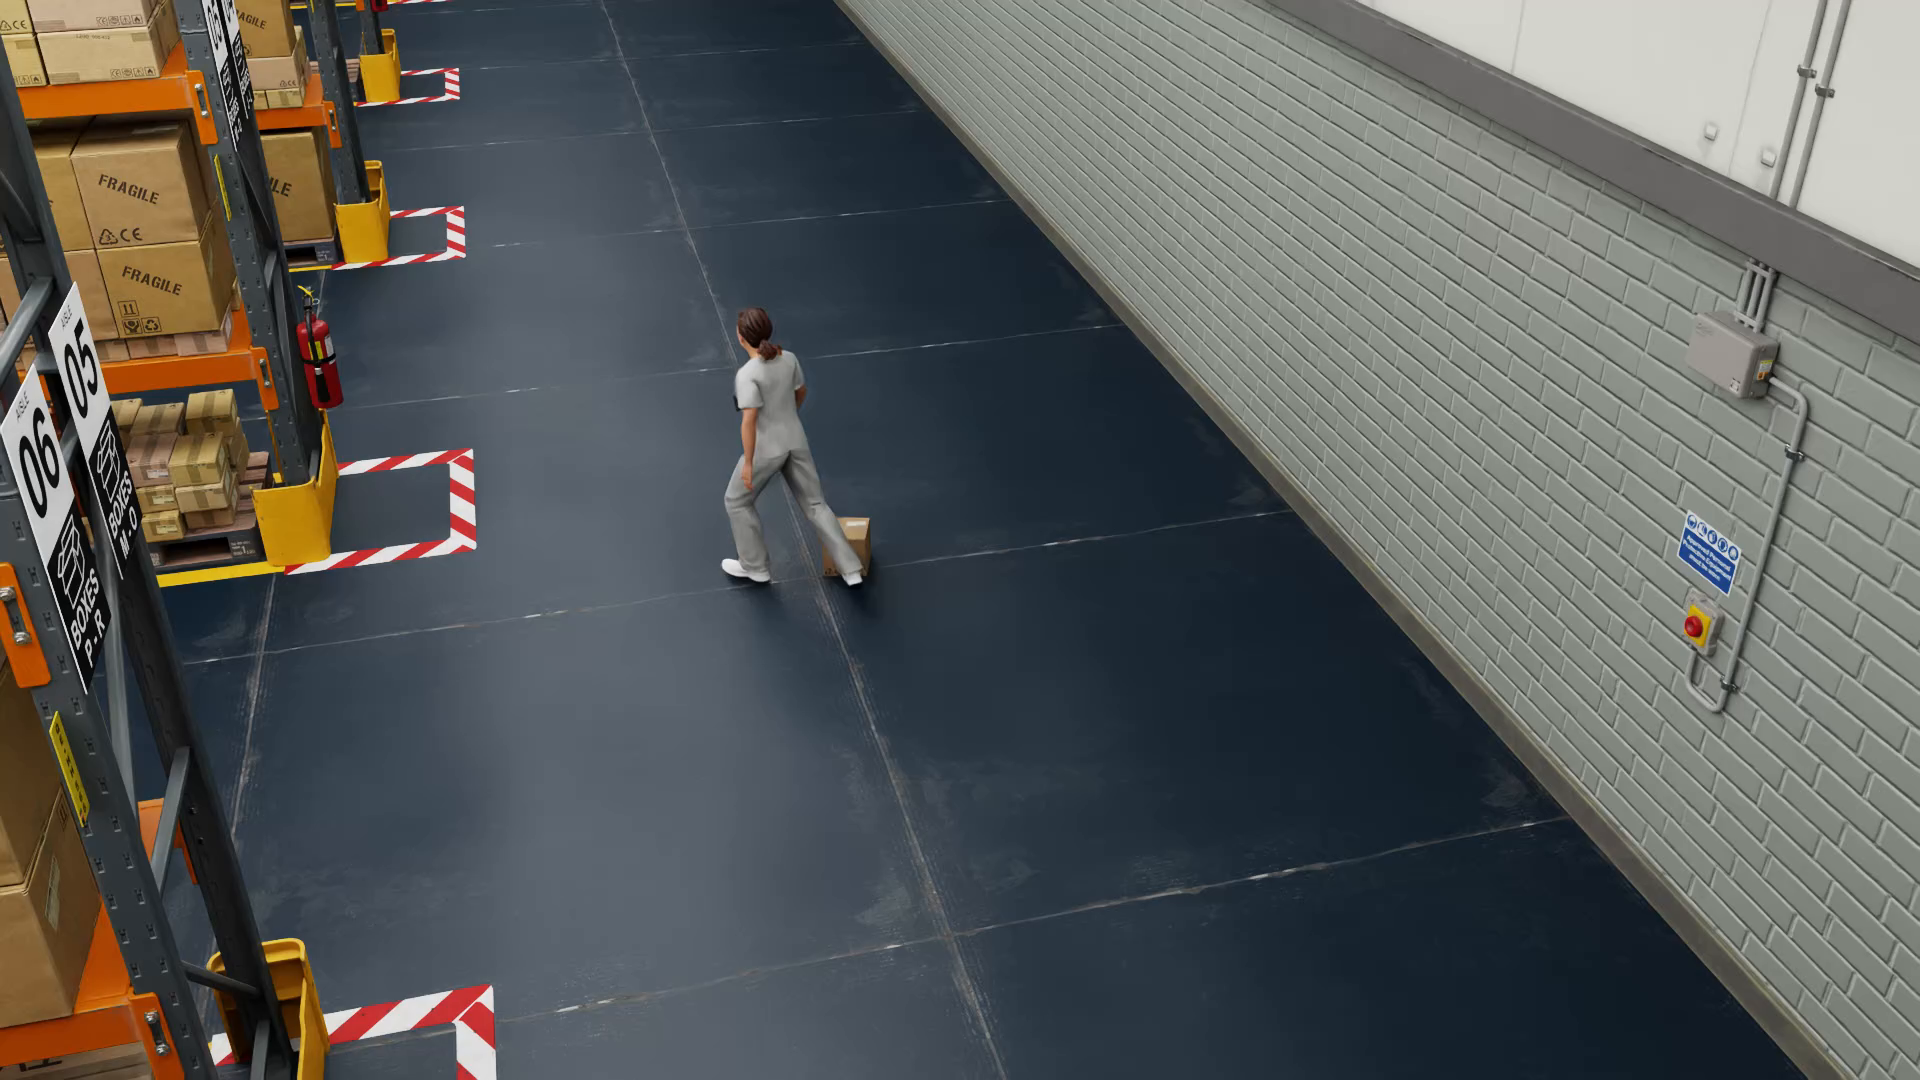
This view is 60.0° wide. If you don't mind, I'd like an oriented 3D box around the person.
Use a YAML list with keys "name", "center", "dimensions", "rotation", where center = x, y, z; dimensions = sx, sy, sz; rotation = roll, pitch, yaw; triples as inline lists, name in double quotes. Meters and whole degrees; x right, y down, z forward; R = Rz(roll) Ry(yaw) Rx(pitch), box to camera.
- name: "person"
  center: [-0.932, -0.453, 9.035]
  dimensions: [0.562, 1.616, 0.825]
  rotation: [-27, 40, -37]
